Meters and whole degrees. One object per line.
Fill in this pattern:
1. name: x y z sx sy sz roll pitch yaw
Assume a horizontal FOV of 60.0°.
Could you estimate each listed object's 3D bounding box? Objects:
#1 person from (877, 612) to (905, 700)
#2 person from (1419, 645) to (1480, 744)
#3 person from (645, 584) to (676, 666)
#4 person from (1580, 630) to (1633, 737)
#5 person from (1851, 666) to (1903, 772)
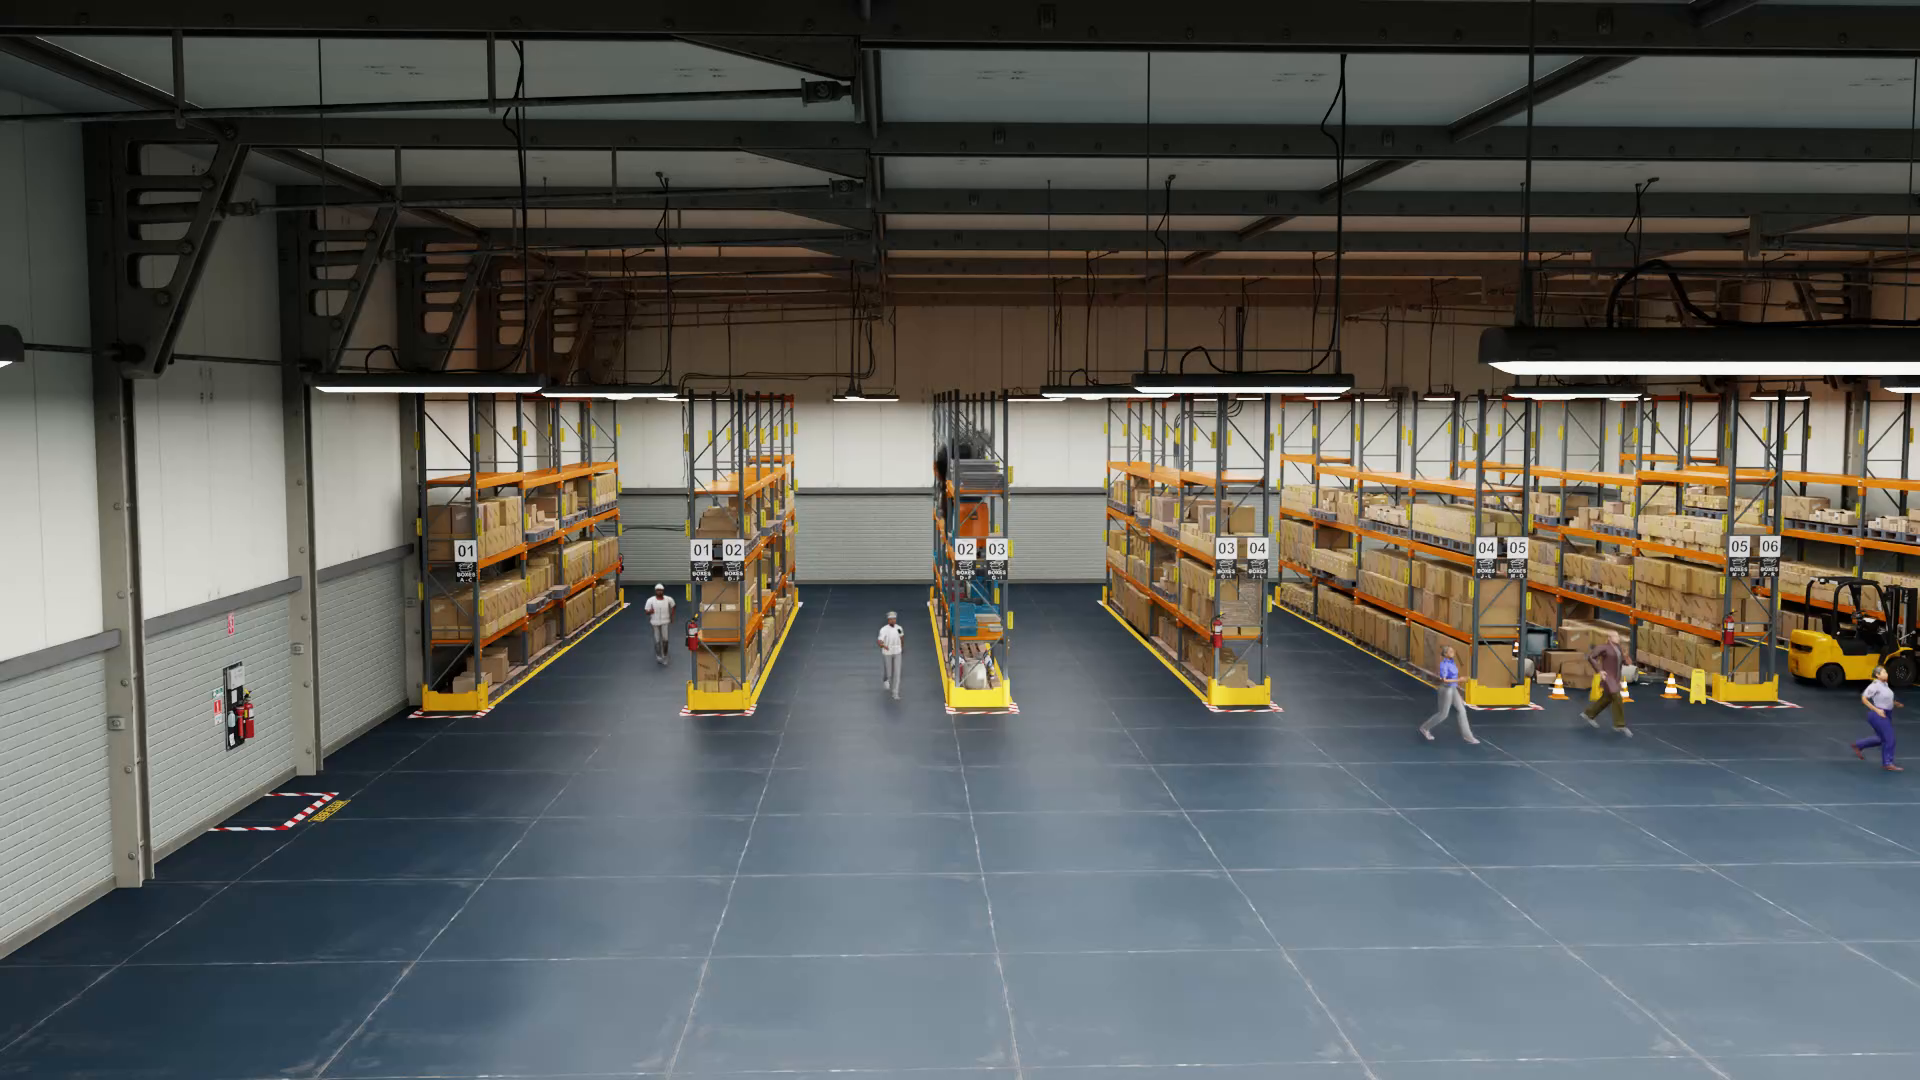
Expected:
1. person: -1.327 2.236 32.516 0.579 1.692 0.851 -1 5 -14
2. person: 8.285 2.594 28.071 0.995 1.636 0.586 4 6 38
3. person: -6.581 1.869 36.525 0.673 1.812 0.706 -1 5 -9
4. person: 11.344 2.462 29.046 0.680 1.814 0.981 -4 6 -43
5. person: 14.427 2.786 26.142 0.803 1.611 0.620 5 7 45
